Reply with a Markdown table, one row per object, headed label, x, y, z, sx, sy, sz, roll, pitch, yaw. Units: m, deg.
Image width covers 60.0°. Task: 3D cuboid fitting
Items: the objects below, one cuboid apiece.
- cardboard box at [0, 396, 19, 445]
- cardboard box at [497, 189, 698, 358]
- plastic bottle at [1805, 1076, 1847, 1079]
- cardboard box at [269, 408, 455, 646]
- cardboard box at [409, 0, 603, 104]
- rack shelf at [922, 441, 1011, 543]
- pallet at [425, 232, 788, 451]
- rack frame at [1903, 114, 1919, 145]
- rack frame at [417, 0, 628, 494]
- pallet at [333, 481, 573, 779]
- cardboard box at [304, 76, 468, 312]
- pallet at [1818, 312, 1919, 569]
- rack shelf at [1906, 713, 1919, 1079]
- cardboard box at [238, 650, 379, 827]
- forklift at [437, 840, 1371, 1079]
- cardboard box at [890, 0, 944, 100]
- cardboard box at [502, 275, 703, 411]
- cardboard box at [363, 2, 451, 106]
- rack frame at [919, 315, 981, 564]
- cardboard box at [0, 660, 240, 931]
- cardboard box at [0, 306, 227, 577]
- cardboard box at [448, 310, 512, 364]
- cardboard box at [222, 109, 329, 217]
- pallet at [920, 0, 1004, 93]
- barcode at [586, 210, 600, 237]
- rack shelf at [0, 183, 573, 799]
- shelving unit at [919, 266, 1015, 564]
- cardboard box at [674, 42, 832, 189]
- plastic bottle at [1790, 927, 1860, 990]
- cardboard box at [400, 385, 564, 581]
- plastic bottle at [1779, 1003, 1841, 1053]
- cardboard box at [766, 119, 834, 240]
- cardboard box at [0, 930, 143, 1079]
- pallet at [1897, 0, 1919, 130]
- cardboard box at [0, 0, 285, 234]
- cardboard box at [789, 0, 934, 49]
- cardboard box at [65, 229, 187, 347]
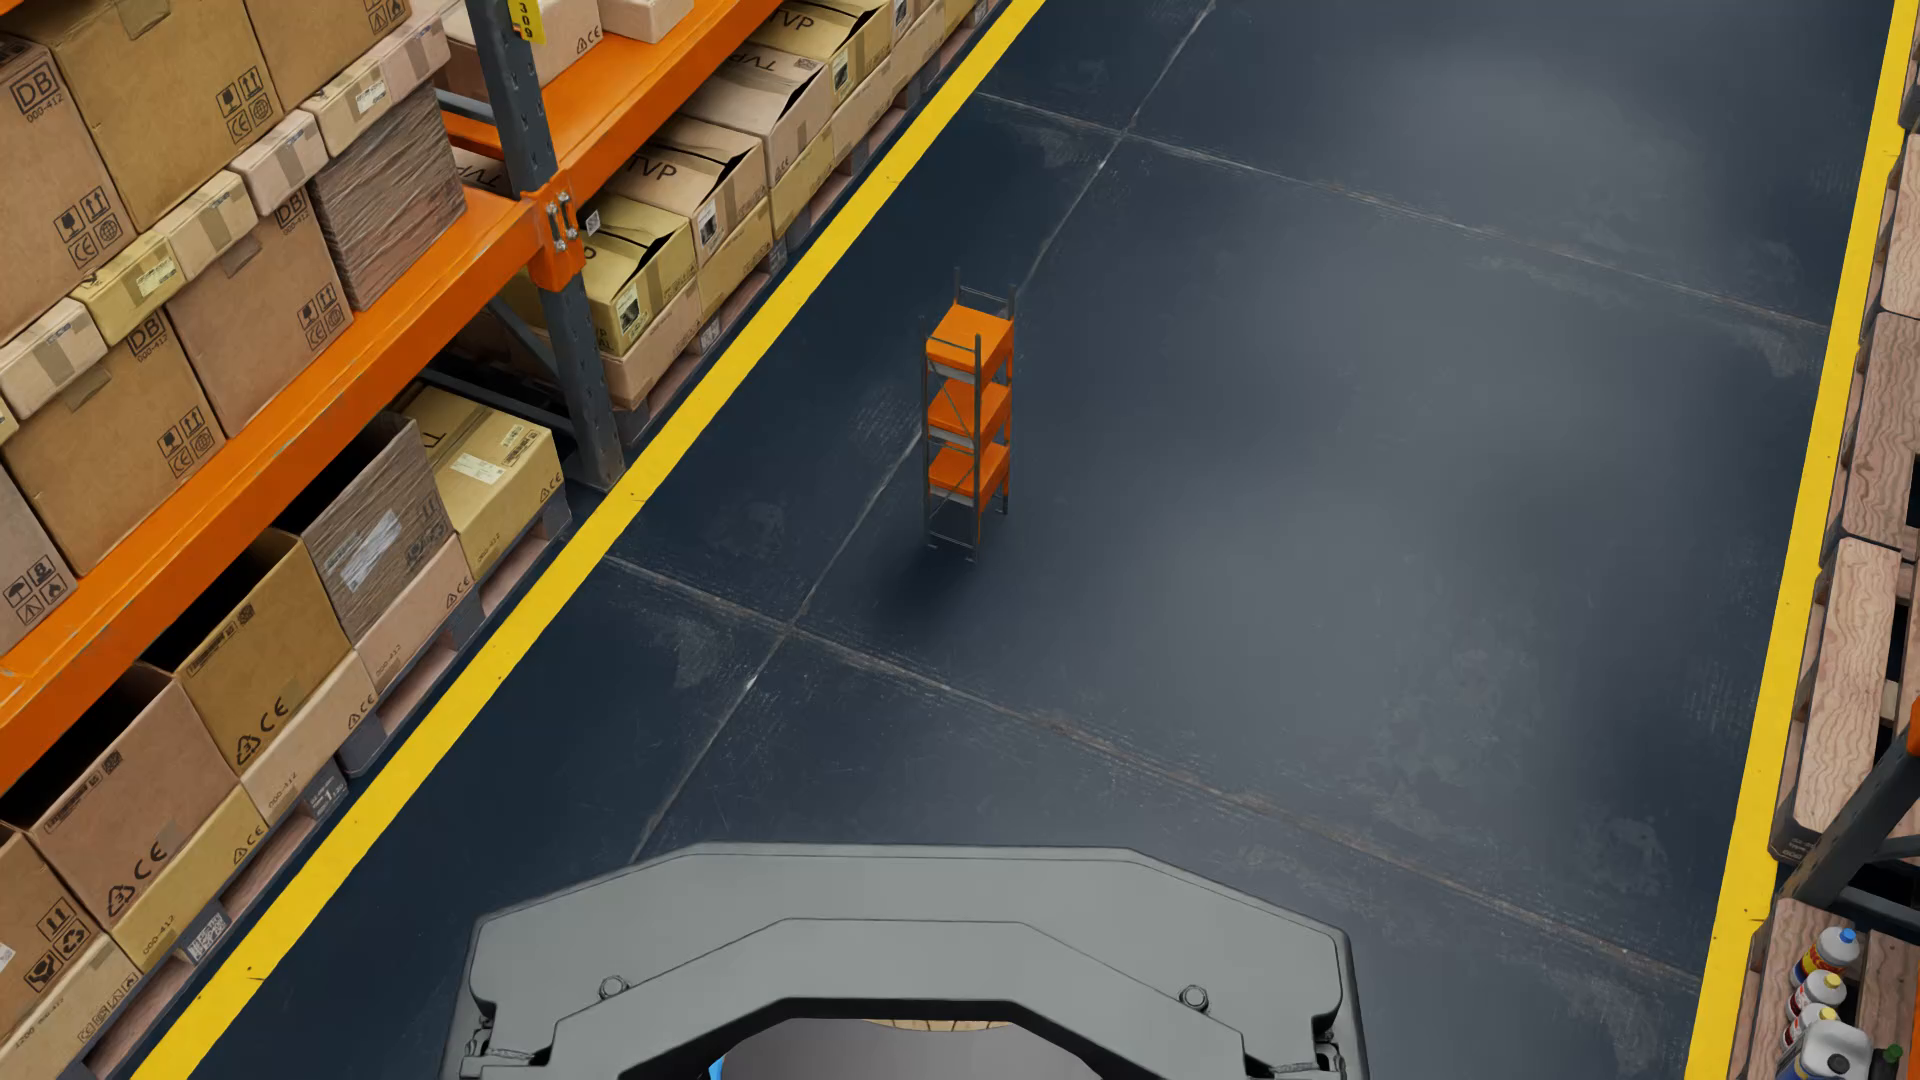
| label | x | y | z | sx | sy | sz | roll | pitch | yaw |
| --- | --- | --- | --- | --- | --- | --- | --- | --- | --- |
| cardboard box | -2.248 | -0.267 | 3.516 | 0.380 | 0.149 | 0.250 | 21 | 53 | 17 |
| cardboard box | -1.269 | -0.970 | 5.767 | 0.500 | 0.311 | 0.500 | 20 | 52 | 16 |
| plastic bottle | 2.086 | 1.411 | 4.030 | 0.144 | 0.351 | 0.185 | 21 | 53 | 17 |
| cardboard box | -1.896 | -0.097 | 4.900 | 0.500 | 0.500 | 0.500 | 20 | 52 | 16 |
| cardboard box | -1.500 | -1.644 | 5.278 | 0.500 | 0.250 | 0.500 | 23 | 53 | 18 |
| rack shelf | 0.023 | -0.190 | 5.601 | 0.215 | 0.259 | 0.240 | 20 | 52 | 16 |
| pallet | -1.392 | -0.956 | 6.425 | 1.003 | 0.211 | 1.213 | 20 | 52 | 16 |
| rack frame | 4.515 | -2.480 | 5.890 | 1.000 | 3.000 | 0.127 | 20 | 52 | 16 |
| rack frame | -1.671 | -1.339 | 4.920 | 1.000 | 3.000 | 0.127 | 20 | 52 | 16 |
| pallet | -2.049 | 0.098 | 5.528 | 1.003 | 0.211 | 1.213 | 20 | 52 | 16 |
| cardboard box | -1.855 | -1.064 | 4.620 | 0.700 | 0.500 | 0.500 | 19 | 52 | 15 |
| pallet | 3.626 | -0.218 | 5.797 | 1.003 | 0.211 | 1.213 | 20 | 52 | 16 |
| rack shelf | 1.951 | 1.885 | 2.649 | 1.077 | 0.370 | 4.000 | 20 | 52 | 16 |
| cardboard box | -2.094 | 0.496 | 4.888 | 0.500 | 0.250 | 0.500 | 20 | 52 | 16 |
| forklift | -0.066 | 1.815 | 2.281 | 1.130 | 2.935 | 3.031 | 1 | 50 | 1 |
| cardboard box | -0.401 | -2.196 | 7.179 | 0.500 | 0.250 | 0.500 | 21 | 53 | 17 |
| cardboard box | -1.275 | -0.782 | 5.975 | 0.500 | 0.250 | 0.500 | 19 | 52 | 15 |
| cardboard box | -1.594 | -1.325 | 4.416 | 0.380 | 0.149 | 0.250 | 20 | 52 | 16 |
| rack frame | -0.029 | -0.293 | 5.310 | 0.200 | 1.050 | 0.008 | 20 | 52 | 16 |
| cardboard box | -2.306 | 0.598 | 4.309 | 0.500 | 0.500 | 0.500 | 20 | 52 | 16 |
| cardboard box | -2.292 | -0.355 | 4.017 | 0.700 | 0.500 | 0.500 | 21 | 53 | 17 |
| cardboard box | -1.756 | -0.964 | 6.131 | 0.500 | 0.250 | 0.500 | 19 | 52 | 16 |
| cardboard box | -1.811 | -0.974 | 4.118 | 0.380 | 0.149 | 0.250 | 18 | 52 | 15 |
| pallet | -0.349 | -2.636 | 7.854 | 1.003 | 0.211 | 1.213 | 20 | 52 | 16 |
| barcode | -1.186 | -1.023 | 5.373 | 0.001 | 0.075 | 0.075 | 20 | 52 | 16 |
| rack shelf | -2.525 | 0.271 | 4.022 | 1.077 | 0.370 | 4.000 | 20 | 52 | 16 |
| shelving unit | 0.023 | -0.377 | 5.382 | 0.215 | 1.050 | 0.252 | 20 | 52 | 16 |
| cardboard box | -0.831 | -1.670 | 6.363 | 0.500 | 0.311 | 0.500 | 18 | 52 | 15 |
| plastic bottle | 2.273 | 1.093 | 4.353 | 0.097 | 0.271 | 0.097 | 0 | 50 | 0 |
| cardboard box | -1.672 | -0.194 | 5.475 | 0.500 | 0.250 | 0.500 | 20 | 52 | 16 |
| plastic bottle | 2.187 | 1.256 | 4.260 | 0.097 | 0.201 | 0.097 | 0 | 50 | 0 |
| cardboard box | -0.836 | -1.491 | 6.579 | 0.500 | 0.250 | 0.500 | 18 | 52 | 15 |
| cardboard box | -2.525 | 1.183 | 4.303 | 0.500 | 0.250 | 0.500 | 20 | 52 | 16 |
| pallet | 4.814 | -2.132 | 7.426 | 1.003 | 0.211 | 1.213 | 20 | 52 | 16 |
| cardboard box | -2.070 | -1.136 | 3.830 | 0.700 | 0.500 | 0.500 | 20 | 52 | 16 |
| cardboard box | -0.398 | -2.373 | 6.961 | 0.500 | 0.311 | 0.500 | 19 | 52 | 16 |
| cardboard box | -2.030 | -0.625 | 3.821 | 0.380 | 0.149 | 0.250 | 20 | 52 | 16 |
